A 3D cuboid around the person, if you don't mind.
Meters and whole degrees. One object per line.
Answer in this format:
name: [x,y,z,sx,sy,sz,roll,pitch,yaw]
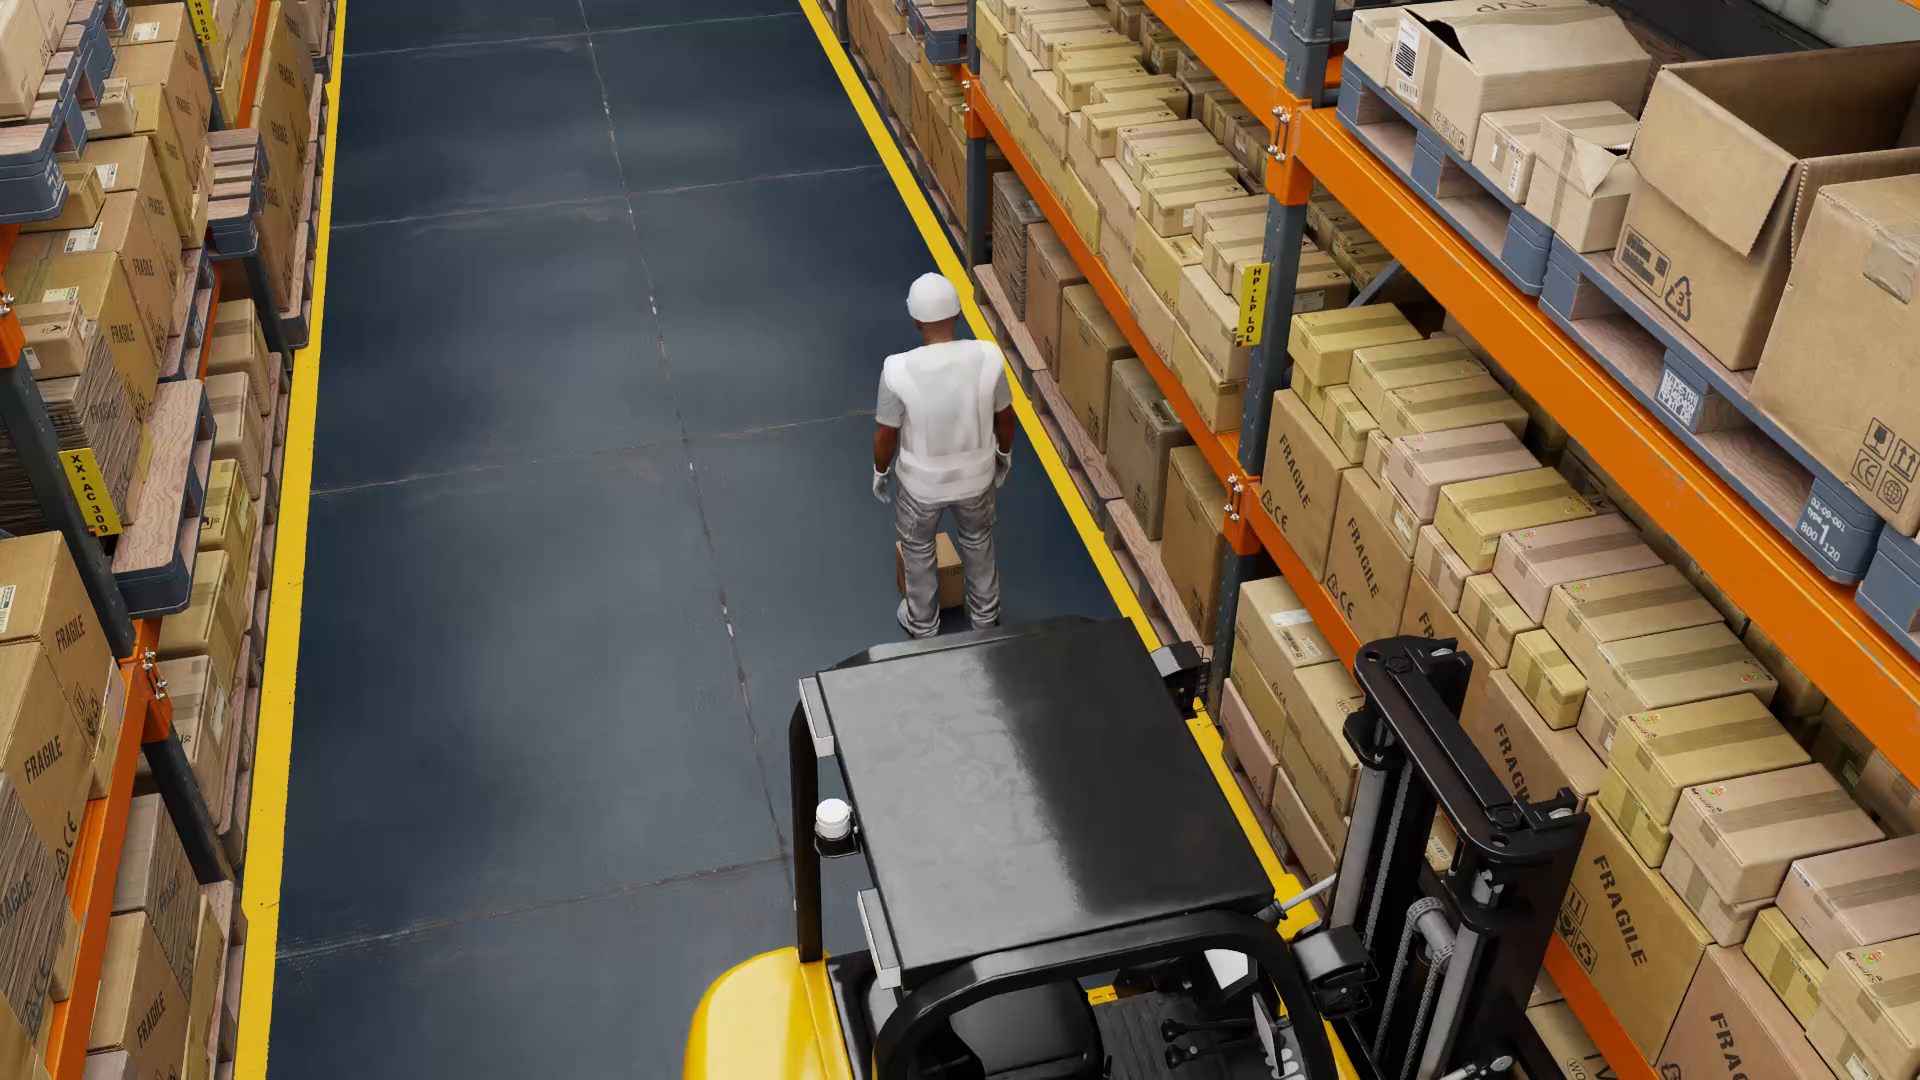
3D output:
person: [-0.068,-0.309,7.104,0.619,1.774,0.446,-9,39,-12]
